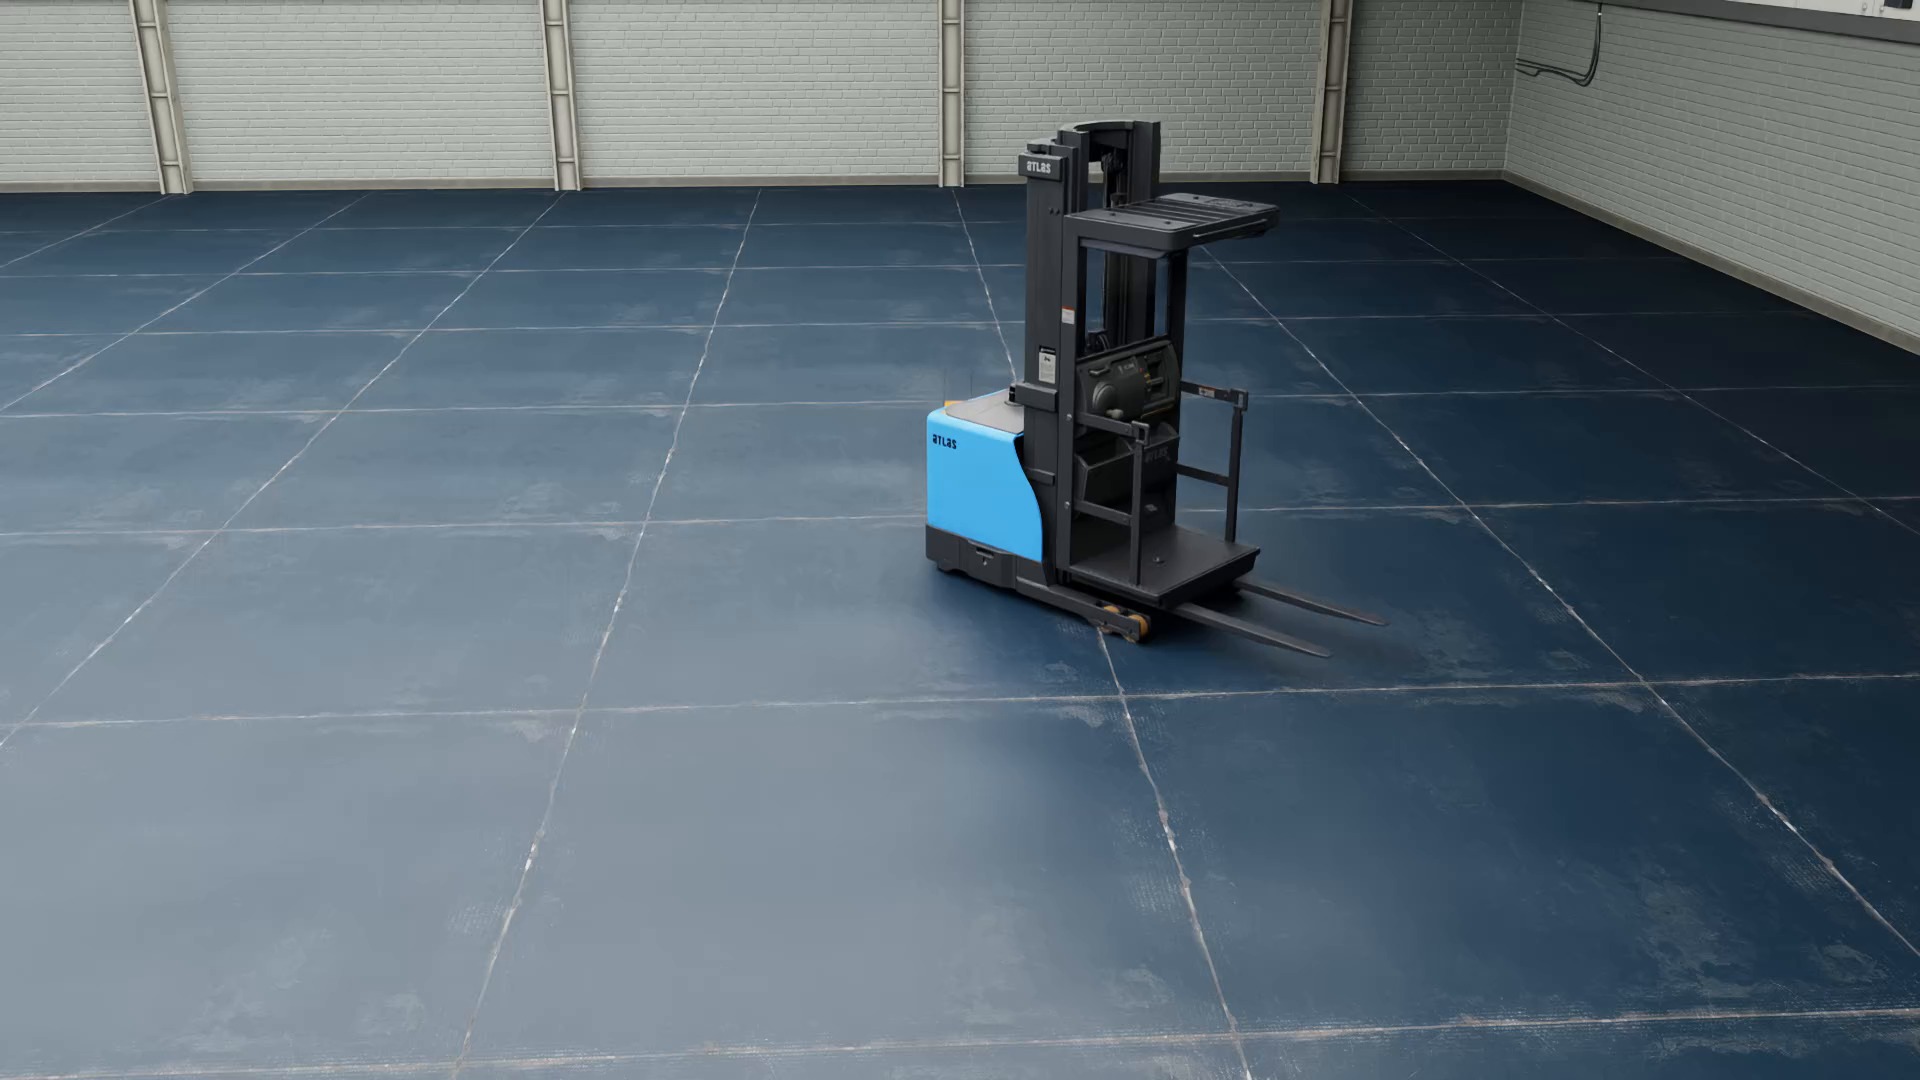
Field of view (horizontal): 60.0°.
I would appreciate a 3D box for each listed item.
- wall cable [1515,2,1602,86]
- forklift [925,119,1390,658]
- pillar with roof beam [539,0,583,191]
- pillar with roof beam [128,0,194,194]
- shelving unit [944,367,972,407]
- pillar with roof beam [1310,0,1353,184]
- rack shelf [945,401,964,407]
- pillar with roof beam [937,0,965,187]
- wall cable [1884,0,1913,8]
[{"bbox_3d":[8.868,-8.098,24.608,0.112,2.526,3.097,-1,21,-3],"label":"wall cable"},{"bbox_3d":[1.187,-0.963,10.032,3.031,2.935,1.130,19,28,40],"label":"forklift"},{"bbox_3d":[-5.884,-8.186,20.476,0.400,9.000,9.100,-1,21,-3],"label":"pillar with roof beam"},{"bbox_3d":[-11.874,-8.064,20.155,0.400,9.000,9.100,-1,21,-3],"label":"pillar with roof beam"},{"bbox_3d":[-0.016,-0.574,11.442,0.189,1.200,0.258,0,21,0],"label":"shelving unit"},{"bbox_3d":[6.097,-8.430,21.116,0.400,9.000,9.100,-1,21,-3],"label":"pillar with roof beam"},{"bbox_3d":[-0.016,-0.869,11.330,0.180,0.103,0.258,0,21,0],"label":"rack shelf"},{"bbox_3d":[0.107,-8.308,20.796,0.400,9.000,9.100,-1,21,-3],"label":"pillar with roof beam"},{"bbox_3d":[9.394,-7.766,14.592,0.169,6.003,2.305,-1,21,-3],"label":"wall cable"}]
